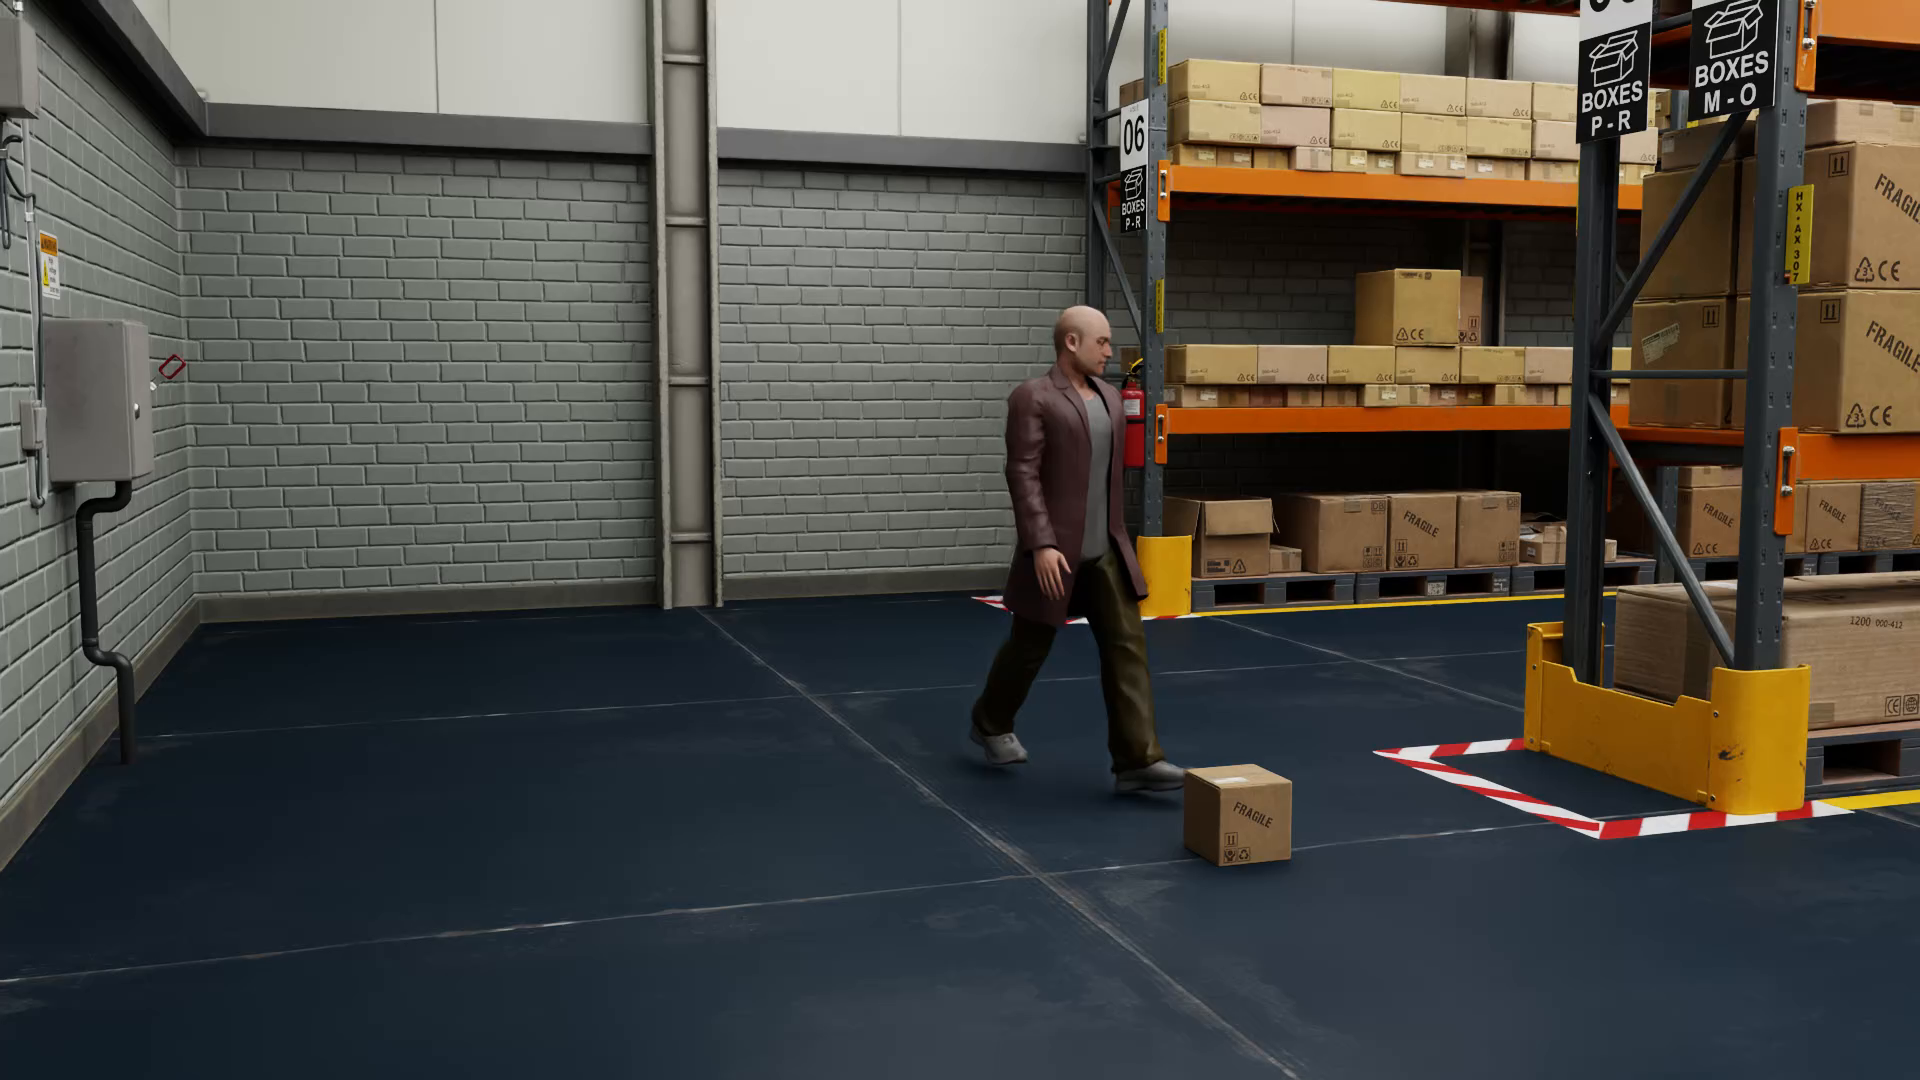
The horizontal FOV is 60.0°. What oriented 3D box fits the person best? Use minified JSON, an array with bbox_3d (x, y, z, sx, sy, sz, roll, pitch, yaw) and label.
[{"bbox_3d":[0.420,0.026,6.058,0.601,1.742,1.081,-4,7,-34],"label":"person"}]
